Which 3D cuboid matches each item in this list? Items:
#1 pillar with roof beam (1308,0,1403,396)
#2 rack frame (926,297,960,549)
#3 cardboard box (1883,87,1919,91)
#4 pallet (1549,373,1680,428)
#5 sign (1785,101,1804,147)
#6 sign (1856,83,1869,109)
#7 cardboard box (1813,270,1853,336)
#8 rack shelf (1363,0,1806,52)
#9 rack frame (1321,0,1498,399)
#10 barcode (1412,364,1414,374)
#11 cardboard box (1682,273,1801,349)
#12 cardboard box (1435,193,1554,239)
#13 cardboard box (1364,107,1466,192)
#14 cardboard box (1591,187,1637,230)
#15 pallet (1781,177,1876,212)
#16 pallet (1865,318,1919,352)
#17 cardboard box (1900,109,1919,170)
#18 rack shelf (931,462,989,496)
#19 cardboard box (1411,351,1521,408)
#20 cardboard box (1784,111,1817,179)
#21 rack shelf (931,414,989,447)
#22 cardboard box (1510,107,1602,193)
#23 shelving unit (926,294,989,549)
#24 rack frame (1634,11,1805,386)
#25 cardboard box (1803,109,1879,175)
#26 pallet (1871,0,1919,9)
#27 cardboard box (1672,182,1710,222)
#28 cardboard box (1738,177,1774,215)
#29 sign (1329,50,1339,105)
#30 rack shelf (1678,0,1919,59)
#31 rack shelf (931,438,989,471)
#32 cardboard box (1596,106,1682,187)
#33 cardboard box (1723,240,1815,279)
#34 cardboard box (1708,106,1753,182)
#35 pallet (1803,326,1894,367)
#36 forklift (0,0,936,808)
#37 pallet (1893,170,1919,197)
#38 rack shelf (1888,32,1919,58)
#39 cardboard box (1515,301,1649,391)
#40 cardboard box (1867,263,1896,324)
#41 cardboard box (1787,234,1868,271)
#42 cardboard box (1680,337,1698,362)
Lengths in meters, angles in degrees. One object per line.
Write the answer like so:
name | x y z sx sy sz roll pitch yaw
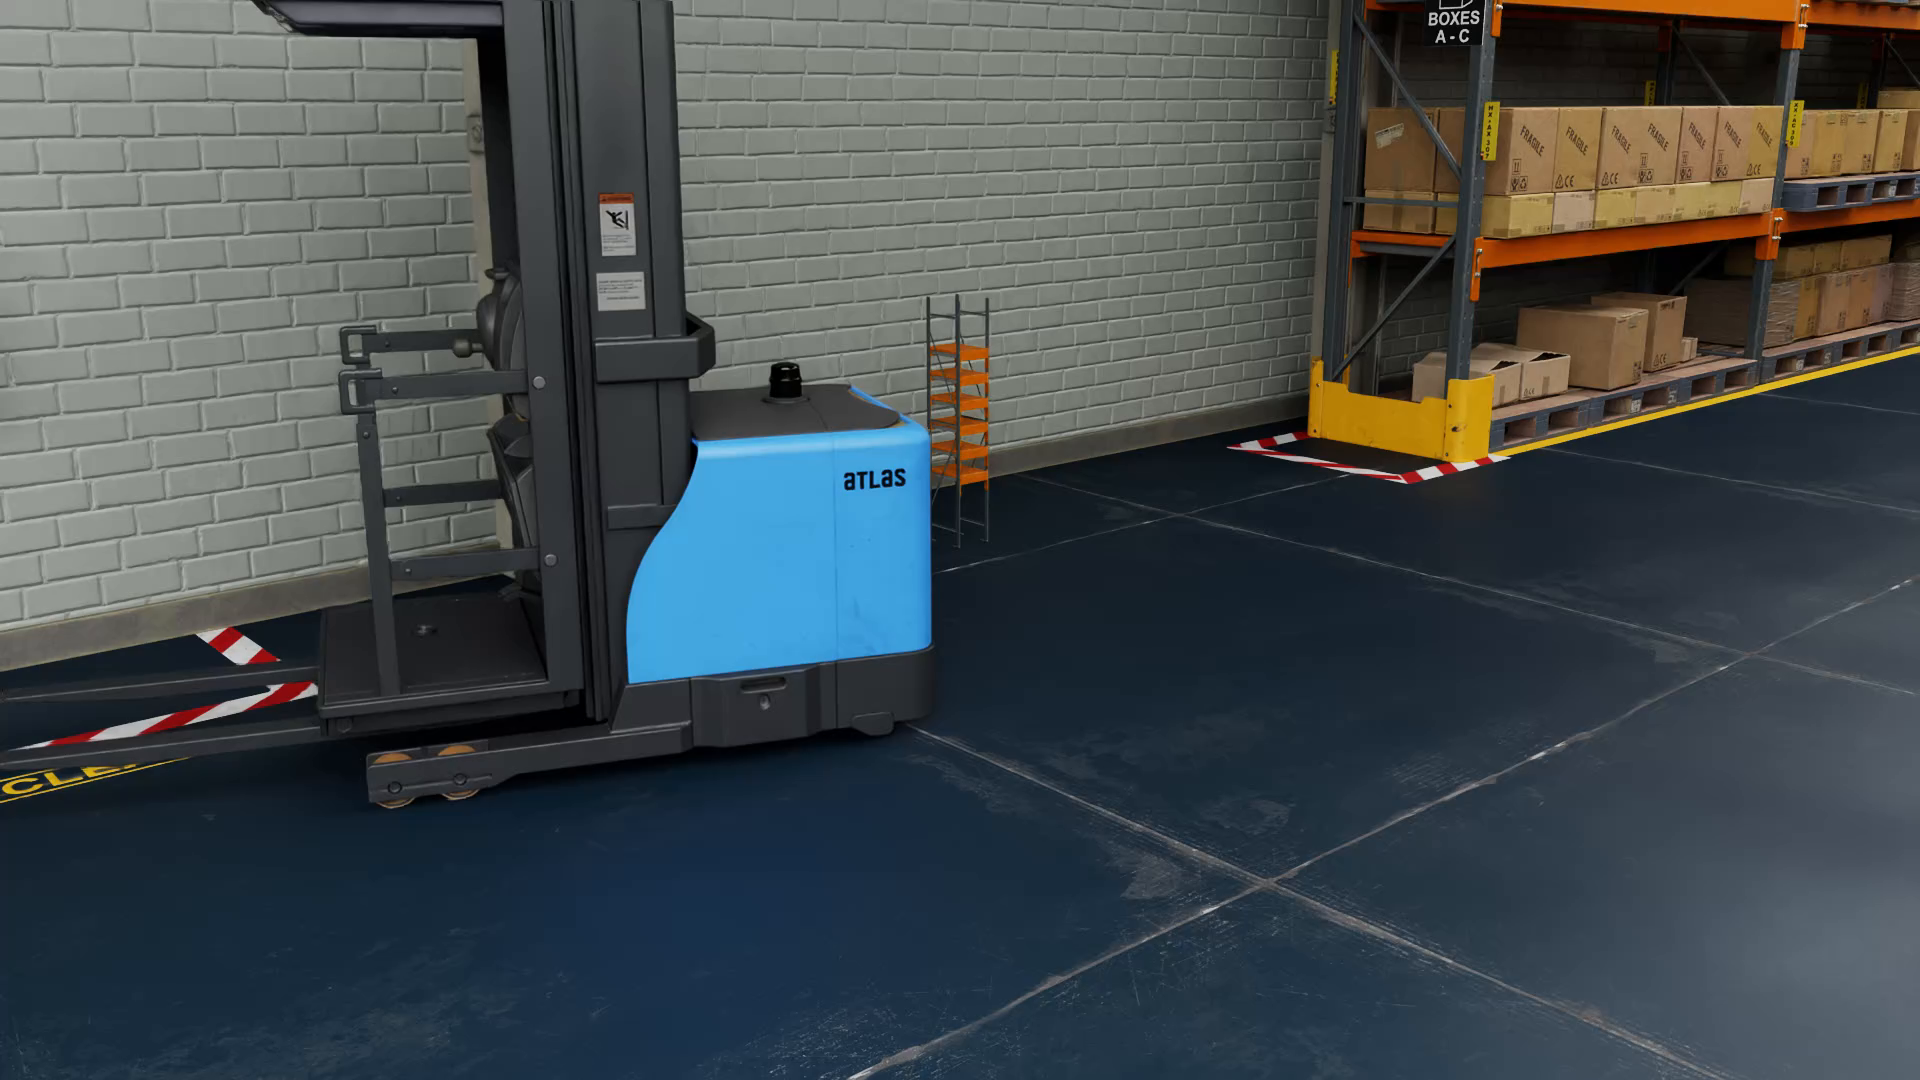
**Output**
pillar with roof beam | 5.470 -4.382 7.216 0.400 9.000 9.100 -13 19 -39
rack frame | -0.080 -0.562 8.028 0.006 1.200 0.240 -13 19 -39
cardboard box | 8.891 -4.081 15.453 0.500 0.250 0.500 -12 19 -38
pallet | 4.297 -1.036 11.721 1.213 0.211 1.003 -13 19 -39
sign | 6.064 -3.026 12.088 0.005 0.325 0.100 -13 19 -39
sign | 8.352 -4.056 15.380 0.005 0.325 0.100 -13 19 -39
cardboard box | 7.014 -2.021 13.994 0.500 0.500 0.700 -12 19 -39
rack shelf | 4.193 -3.475 11.028 4.000 0.370 1.077 -13 19 -39
rack frame | 2.684 -2.034 10.054 0.127 3.000 1.000 -13 19 -39
barcode | 3.016 -1.133 11.019 0.075 0.075 0.001 -13 19 -39
cardboard box | 6.246 -1.845 13.335 0.500 0.500 0.700 -12 19 -38
cardboard box | 3.261 -1.992 10.149 0.500 0.250 0.500 -13 20 -41
cardboard box | 2.900 -2.455 10.428 0.500 0.500 0.500 -13 20 -40
cardboard box | 4.031 -2.168 10.807 0.500 0.250 0.500 -13 20 -40
pallet | 6.374 -2.720 12.994 1.213 0.211 1.003 -13 19 -39
pallet | 8.129 -1.910 14.993 1.213 0.211 1.003 -13 19 -39
cardboard box | 7.967 -3.469 14.378 0.700 0.500 0.500 14 20 42
rack shelf | -0.011 -0.302 8.159 0.180 0.103 0.258 -13 19 -39
cardboard box | 3.265 -1.048 10.717 0.500 0.311 0.500 13 20 41
cardboard box | 6.108 -3.052 12.819 0.500 0.500 0.700 -13 19 -39
rack shelf | -0.011 -0.534 8.097 0.180 0.103 0.258 -13 19 -39
cardboard box | 3.621 -2.438 10.364 0.500 0.500 0.500 -13 19 -39
shelving unit | -0.011 -0.577 8.086 0.189 1.200 0.258 -13 19 -39
rack frame | 5.702 -2.712 12.591 0.127 3.000 1.000 -13 19 -39
cardboard box | 7.011 -3.263 13.608 0.500 0.500 0.700 -10 18 -32
pallet | 7.018 -4.331 13.202 1.003 0.211 1.213 -13 19 -39
cardboard box | 4.793 -2.339 11.446 0.500 0.250 0.500 -13 20 -40
cardboard box | 5.543 -2.510 12.086 0.500 0.250 0.500 -13 19 -39
sign | 2.335 -2.858 10.281 0.005 0.325 0.100 -13 19 -39
rack shelf | 7.210 -4.152 13.565 4.000 0.370 1.077 -13 19 -39
rack shelf | -0.011 -0.418 8.128 0.180 0.103 0.258 -13 19 -39
cardboard box | 4.397 -2.614 11.023 0.500 0.500 0.500 -12 19 -38
cardboard box | 6.576 -2.282 13.520 0.500 0.250 0.500 -13 20 -41
cardboard box | 5.175 -2.786 11.665 0.500 0.500 0.500 -13 20 -40
pallet | 7.209 -1.705 14.223 1.213 0.211 1.003 -13 19 -39
forklift | -1.658 -0.740 5.339 3.031 2.935 1.130 -5 16 -19
pallet | 8.252 -3.155 14.622 1.003 0.211 1.213 -13 19 -39
rack shelf | 10.228 -4.830 16.101 4.000 0.370 1.077 -13 19 -39
cardboard box | 4.282 -1.350 11.483 0.500 0.500 0.700 -14 21 -43
cardboard box | 7.745 -2.198 14.657 0.500 0.500 0.700 -13 20 -39
cardboard box | 7.354 -2.452 14.156 0.500 0.250 0.500 -13 20 -40
cardboard box | 5.318 -1.459 12.538 0.380 0.166 0.250 13 20 40
